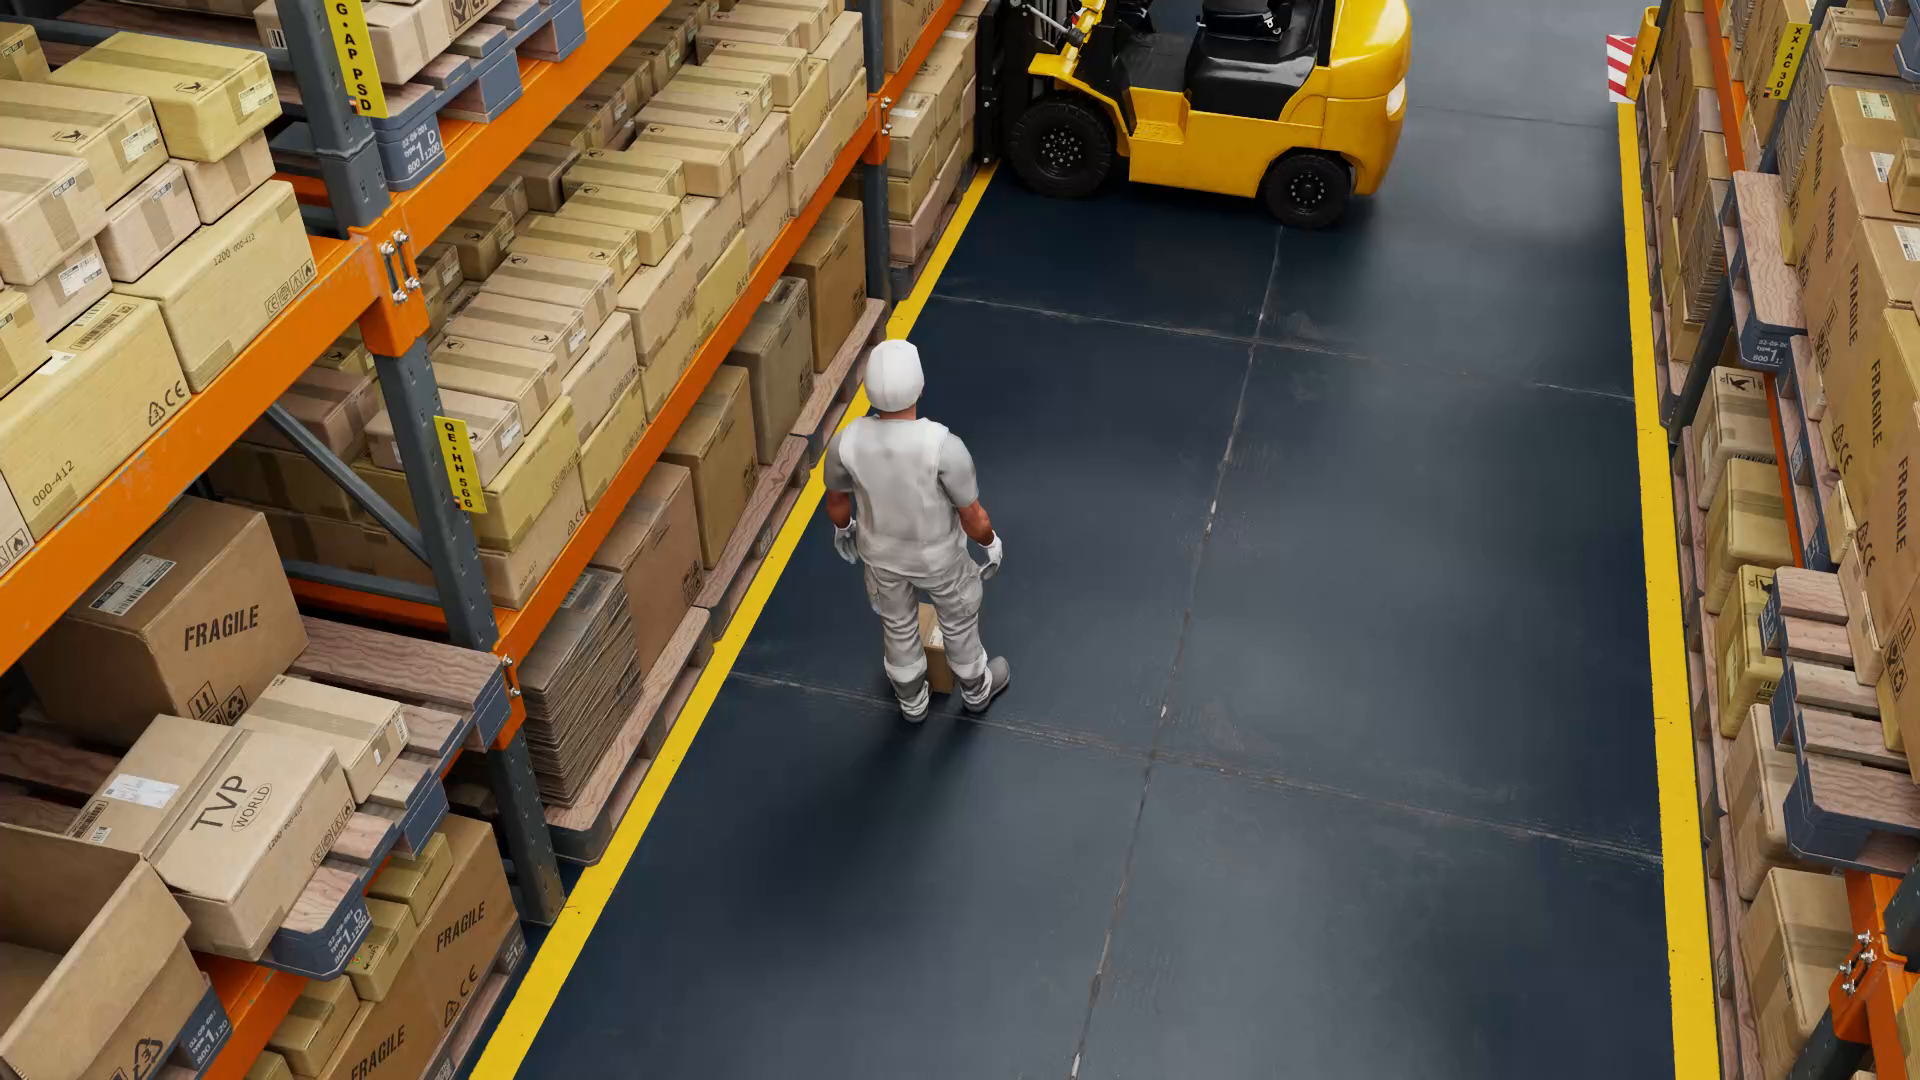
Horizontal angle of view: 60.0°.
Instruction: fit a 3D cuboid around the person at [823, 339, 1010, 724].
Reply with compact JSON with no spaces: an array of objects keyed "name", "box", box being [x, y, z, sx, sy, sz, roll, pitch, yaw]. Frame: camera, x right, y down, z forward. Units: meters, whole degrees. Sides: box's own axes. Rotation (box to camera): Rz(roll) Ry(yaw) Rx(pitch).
[{"name":"person","box":[-0.145,-0.025,6.154,0.638,1.787,0.562,10,42,11]}]
